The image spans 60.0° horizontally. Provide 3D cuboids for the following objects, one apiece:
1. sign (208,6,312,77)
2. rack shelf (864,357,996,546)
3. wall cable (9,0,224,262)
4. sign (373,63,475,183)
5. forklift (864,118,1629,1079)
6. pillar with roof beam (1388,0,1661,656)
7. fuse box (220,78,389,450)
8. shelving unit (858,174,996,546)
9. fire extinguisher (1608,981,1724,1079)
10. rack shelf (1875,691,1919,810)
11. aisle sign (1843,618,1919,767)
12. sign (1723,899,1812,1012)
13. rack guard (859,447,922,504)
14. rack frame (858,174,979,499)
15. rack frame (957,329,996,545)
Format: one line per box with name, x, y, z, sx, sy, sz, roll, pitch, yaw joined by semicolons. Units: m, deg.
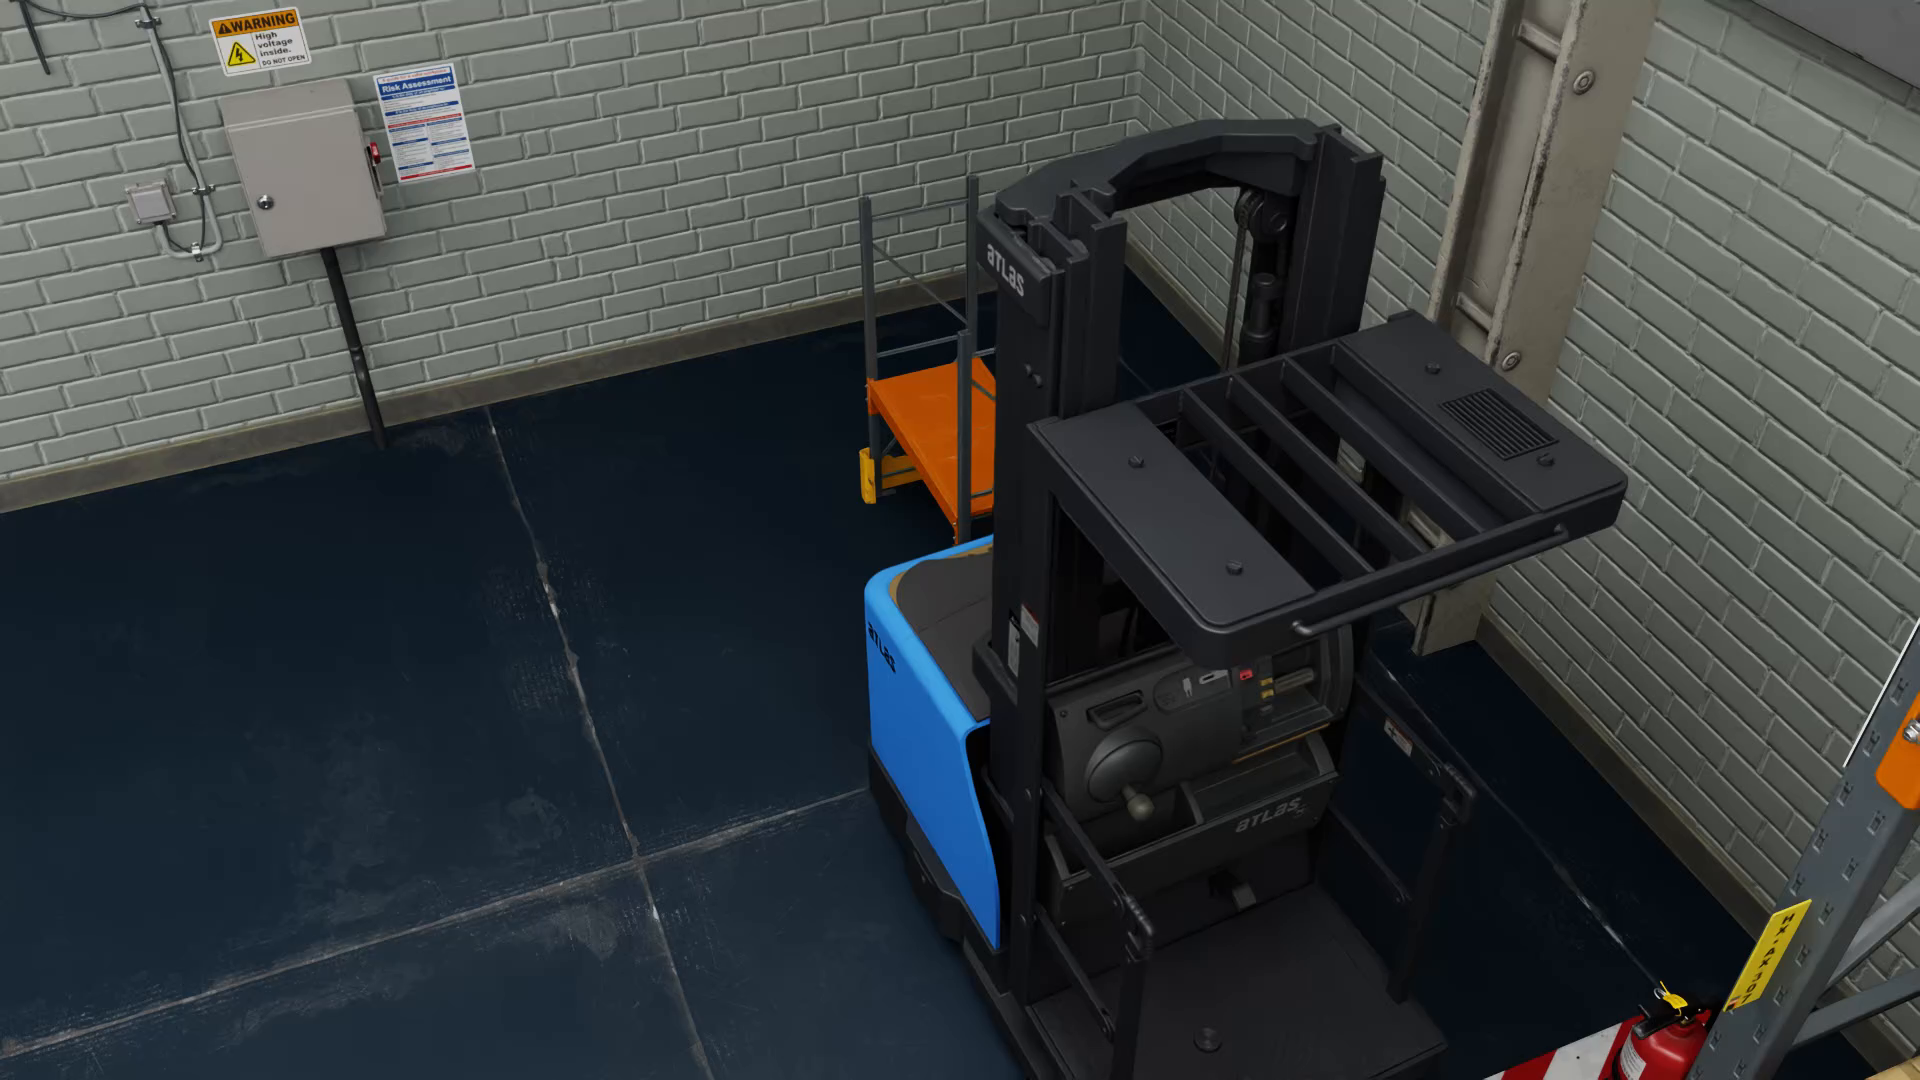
sign;-2.785;-1.986;6.625;0.339;0.242;0.001;-15;43;-17
rack shelf;0.033;-0.381;6.819;0.538;0.185;1.000;-15;43;-17
wall cable;-3.346;-1.872;6.347;0.588;1.984;0.122;-15;43;-17
sign;-2.278;-1.774;7.085;0.329;0.494;0.001;-15;43;-17
forklift;0.770;0.541;4.373;1.130;2.935;3.031;-18;44;-20
pillar with roof beam;-2.064;-2.025;2.703;9.100;9.000;0.400;-15;43;-17
fuse box;-2.655;-1.073;7.186;0.539;1.711;0.414;-15;43;-17
shelving unit;0.029;-0.523;6.708;0.587;1.500;1.083;-15;43;-17
fire extinguisher;1.629;1.222;3.873;0.296;0.674;0.183;-15;43;-17
rack shelf;2.877;1.365;1.613;1.077;0.370;4.000;-15;43;-17
aisle sign;1.815;0.071;2.873;0.394;0.787;0.004;-15;43;-17
sign;1.611;0.832;3.318;0.100;0.325;0.005;-15;43;-17
rack guard;-0.161;-0.349;7.464;0.587;0.250;0.087;-15;43;-17
rack frame;-0.162;-0.823;7.057;0.500;1.500;0.032;-15;43;-17
rack frame;0.227;-0.211;6.345;0.500;1.500;0.032;-15;43;-17
